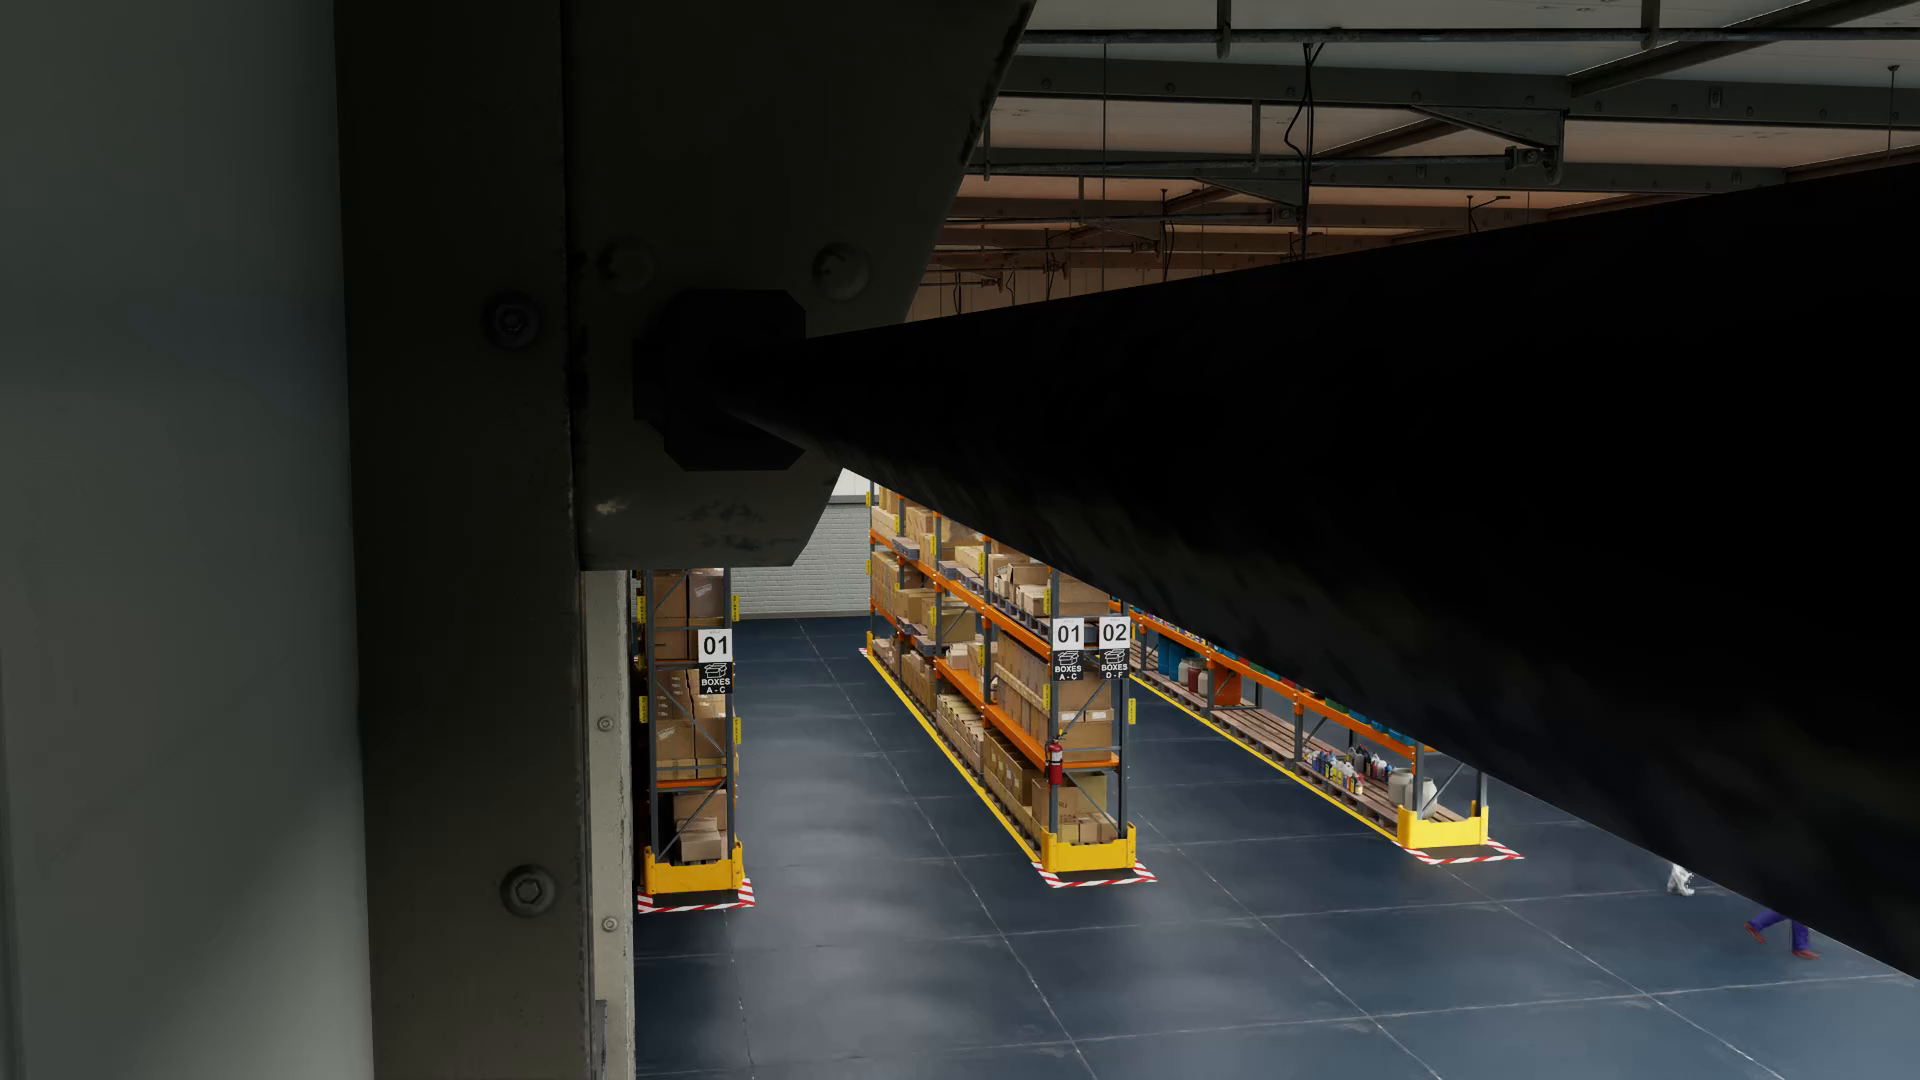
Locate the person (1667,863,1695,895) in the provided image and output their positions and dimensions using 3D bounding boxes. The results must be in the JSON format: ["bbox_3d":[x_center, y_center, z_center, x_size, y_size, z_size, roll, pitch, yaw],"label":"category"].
[{"bbox_3d":[8.813,3.378,19.876,0.601,1.748,0.632,2,6,19],"label":"person"}]

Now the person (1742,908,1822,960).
[{"bbox_3d":[8.885,3.663,17.871,0.755,1.652,0.611,2,6,15],"label":"person"}]
